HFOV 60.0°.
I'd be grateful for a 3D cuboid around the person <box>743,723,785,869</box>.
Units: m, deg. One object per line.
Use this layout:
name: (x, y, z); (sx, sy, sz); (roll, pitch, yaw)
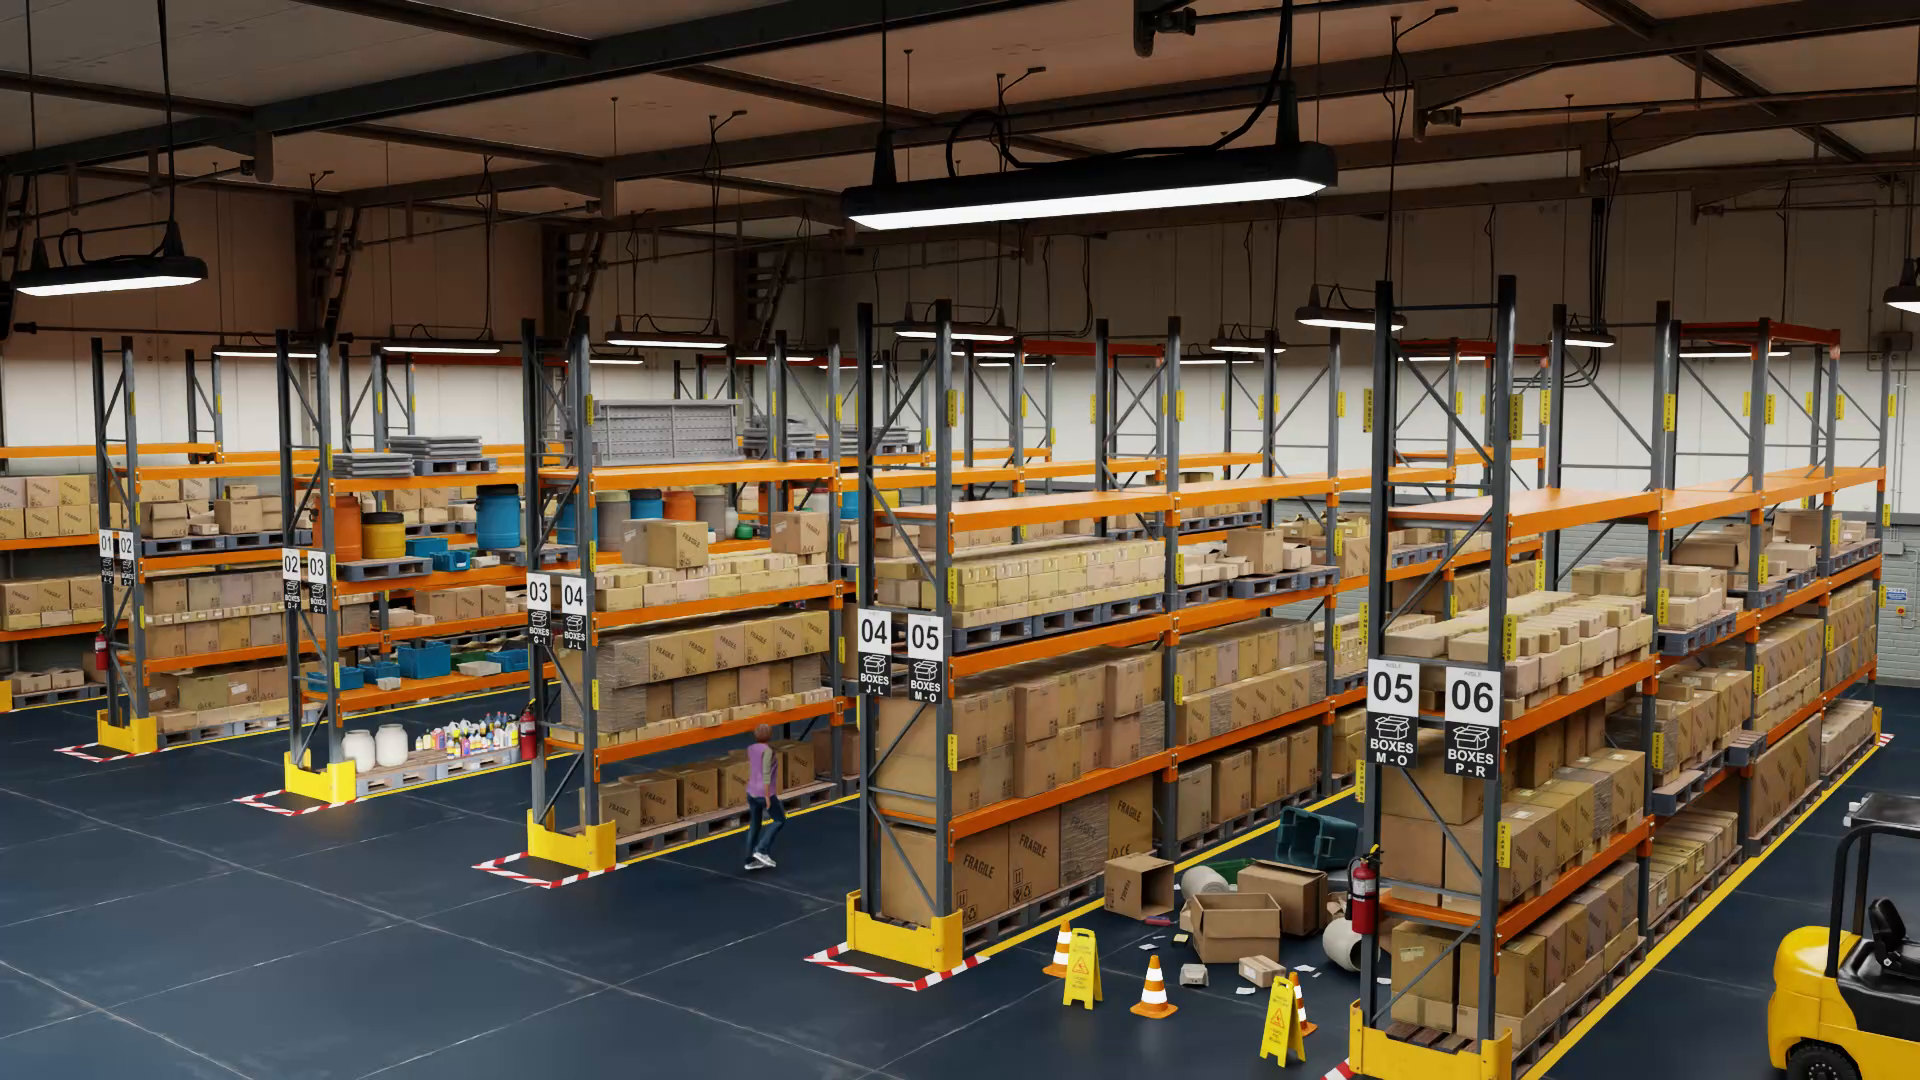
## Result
person: (-2.177, 2.786, 18.120); (0.468, 1.584, 0.448); (-5, 7, -42)
